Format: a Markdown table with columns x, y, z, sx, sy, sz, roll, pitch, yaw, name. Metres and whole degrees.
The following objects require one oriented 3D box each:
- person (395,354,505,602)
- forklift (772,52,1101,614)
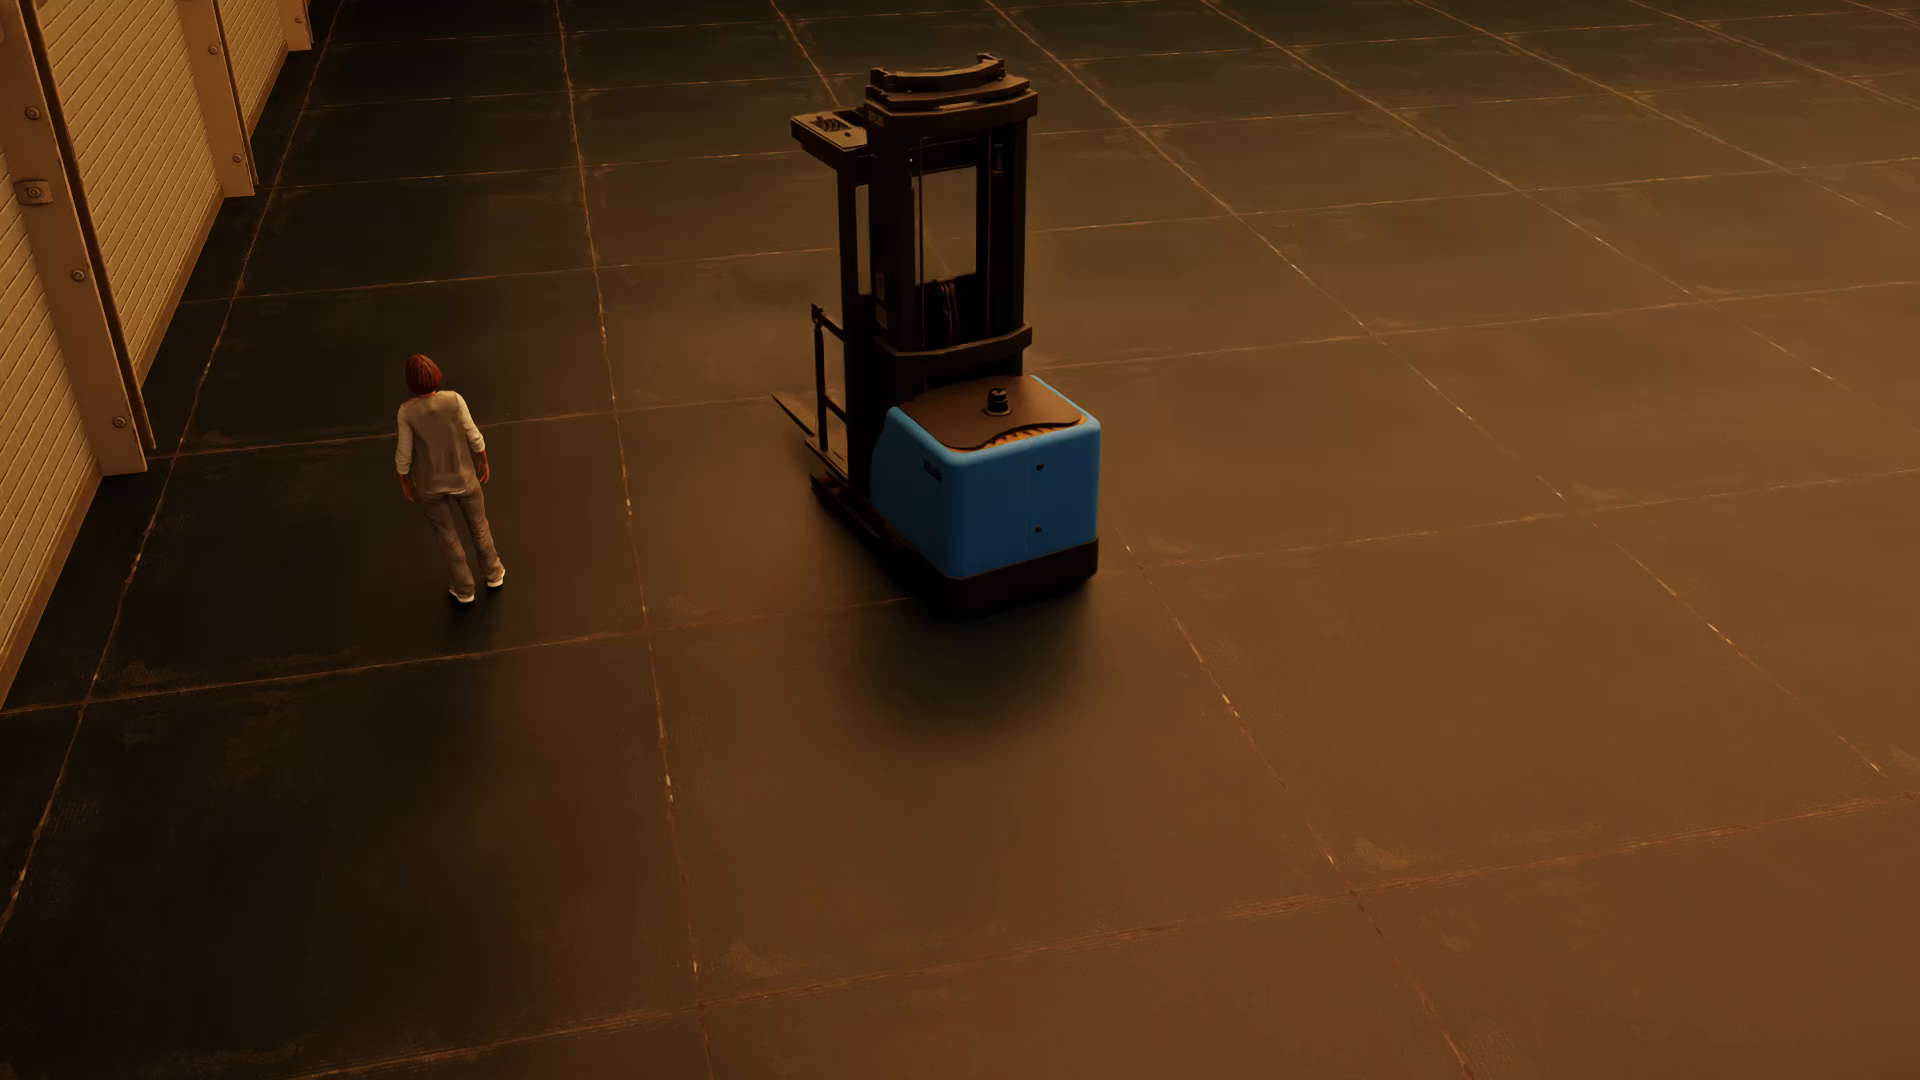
| x | y | z | sx | sy | sz | roll | pitch | yaw | name |
| --- | --- | --- | --- | --- | --- | --- | --- | --- | --- |
| -2.951 | -0.372 | 9.535 | 0.518 | 1.597 | 0.476 | -12 | 32 | -20 | person |
| -0.324 | -1.547 | 10.247 | 1.130 | 2.935 | 3.031 | -15 | 33 | -25 | forklift |
